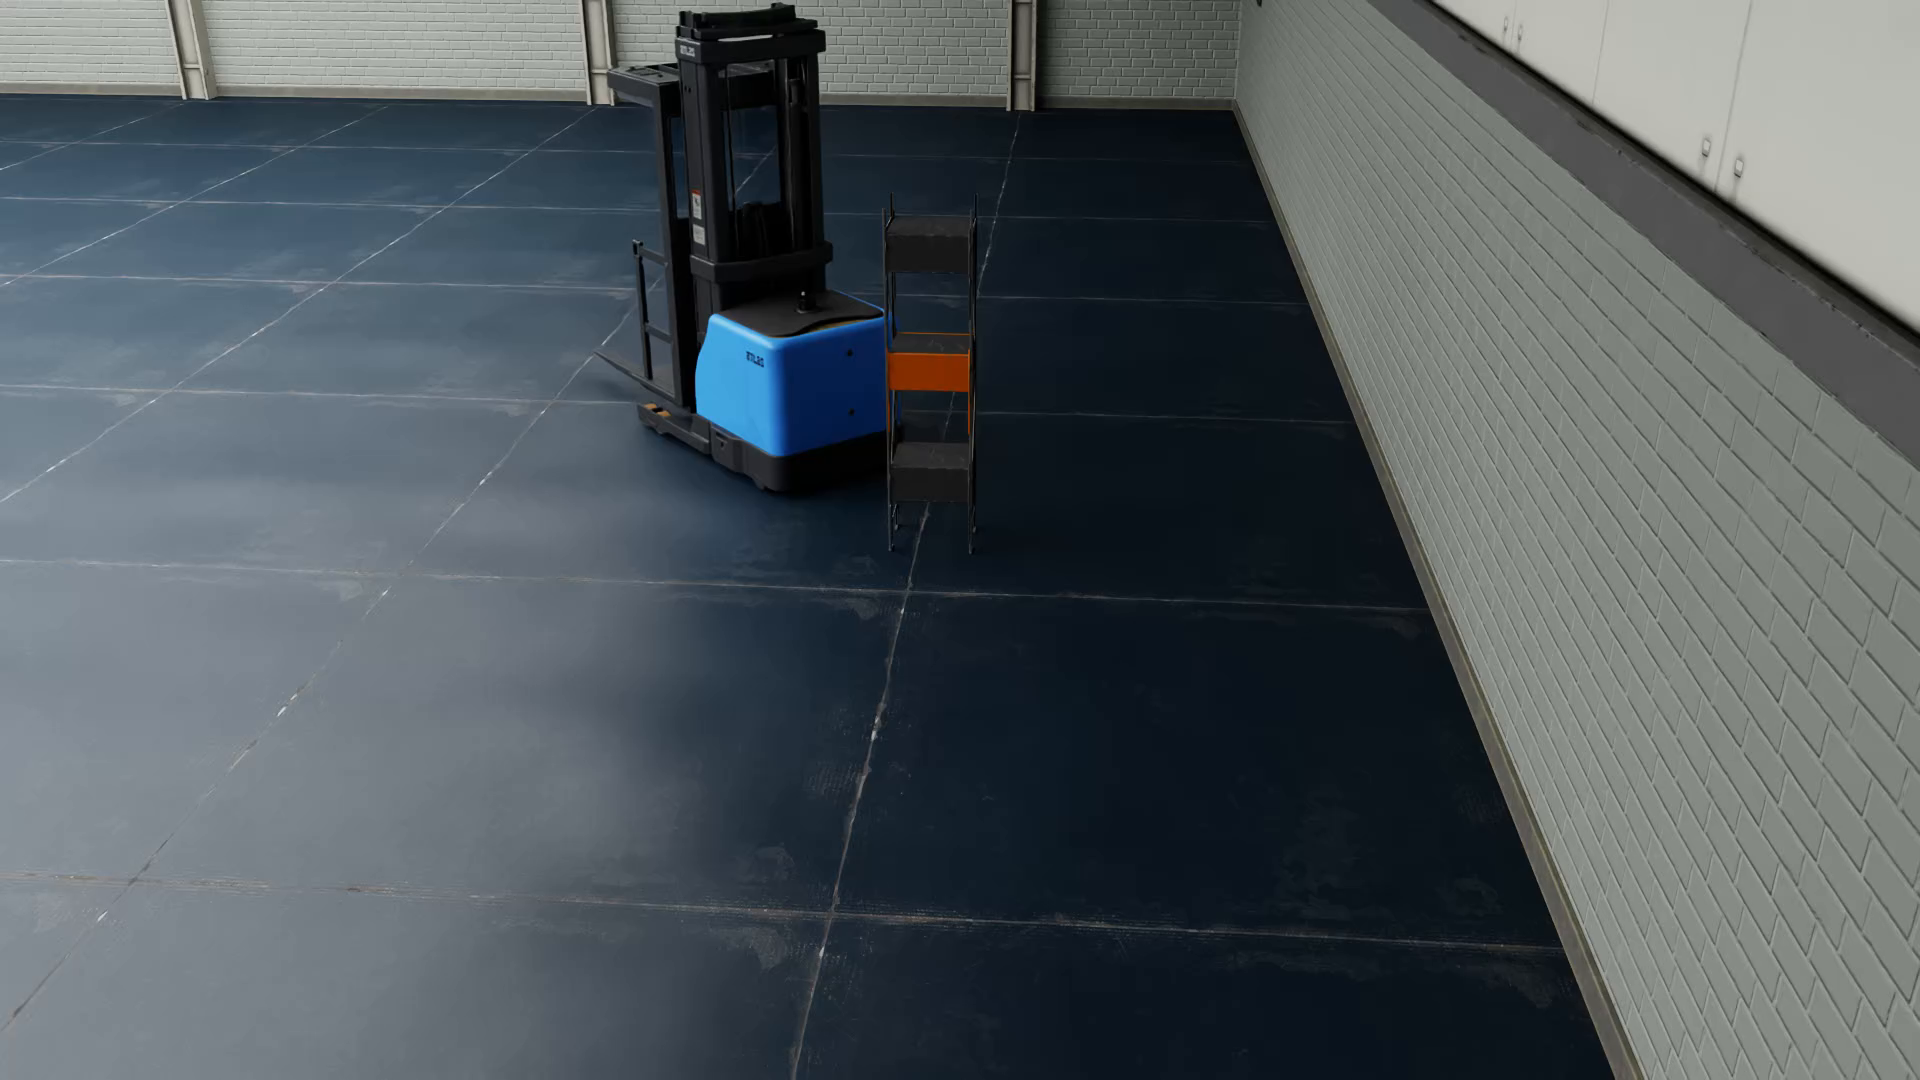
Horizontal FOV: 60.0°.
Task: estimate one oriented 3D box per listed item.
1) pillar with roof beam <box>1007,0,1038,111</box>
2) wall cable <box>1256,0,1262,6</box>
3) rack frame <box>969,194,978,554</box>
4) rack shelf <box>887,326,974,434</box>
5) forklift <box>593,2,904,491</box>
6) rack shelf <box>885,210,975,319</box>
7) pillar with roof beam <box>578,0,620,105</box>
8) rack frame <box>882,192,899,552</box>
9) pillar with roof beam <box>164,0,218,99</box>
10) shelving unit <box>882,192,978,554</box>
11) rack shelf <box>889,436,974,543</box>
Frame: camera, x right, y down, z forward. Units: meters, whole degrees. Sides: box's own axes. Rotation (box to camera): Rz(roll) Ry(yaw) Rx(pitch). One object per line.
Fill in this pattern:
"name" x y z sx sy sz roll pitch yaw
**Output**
"pillar with roof beam" 0.536 -8.381 17.698 0.400 9.000 9.100 2 25 4
"wall cable" 3.702 -8.119 20.843 0.112 2.526 3.097 2 25 4
"rack frame" 0.078 -0.951 9.806 0.015 2.100 0.400 2 25 4
"rack shelf" -0.165 -0.947 9.828 0.480 0.518 0.431 2 25 4
"forklift" -1.674 -2.198 11.520 1.130 2.935 3.031 -18 30 -34
"rack shelf" -0.165 -1.583 9.536 0.480 0.518 0.431 2 25 4
"pillar with roof beam" -5.446 -8.573 18.115 0.400 9.000 9.100 2 25 4
"rack frame" -0.408 -0.967 9.840 0.015 2.100 0.400 2 25 4
"pillar with roof beam" -11.428 -8.765 18.532 0.400 9.000 9.100 2 25 4
"shelving unit" -0.165 -0.959 9.823 0.503 2.100 0.431 2 25 4
"rack shelf" -0.165 -0.311 10.121 0.480 0.518 0.431 2 25 4
